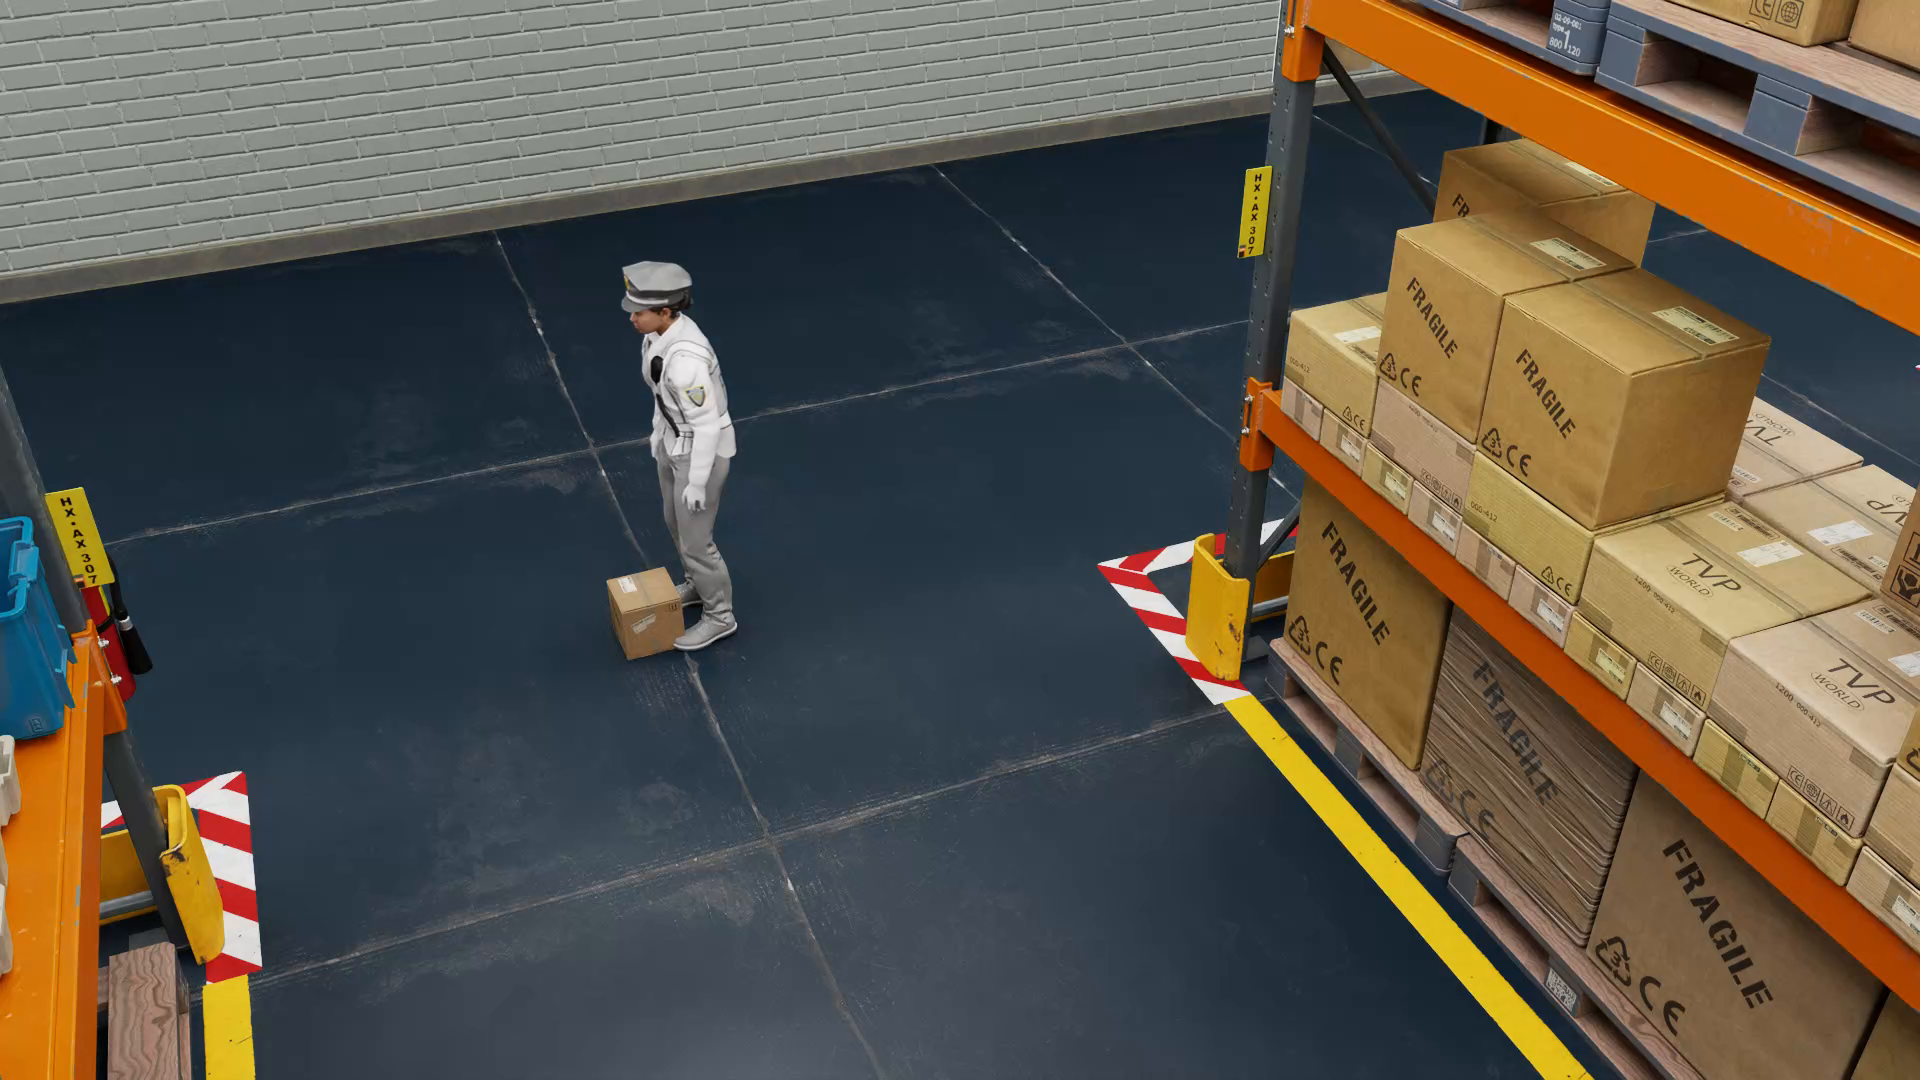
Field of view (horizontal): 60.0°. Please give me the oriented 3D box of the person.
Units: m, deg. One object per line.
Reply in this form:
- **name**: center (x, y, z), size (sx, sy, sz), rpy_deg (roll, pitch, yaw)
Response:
- **person**: center (-1.092, -0.333, 6.636), size (0.373, 1.665, 0.542), rpy_deg (-14, 36, -20)
